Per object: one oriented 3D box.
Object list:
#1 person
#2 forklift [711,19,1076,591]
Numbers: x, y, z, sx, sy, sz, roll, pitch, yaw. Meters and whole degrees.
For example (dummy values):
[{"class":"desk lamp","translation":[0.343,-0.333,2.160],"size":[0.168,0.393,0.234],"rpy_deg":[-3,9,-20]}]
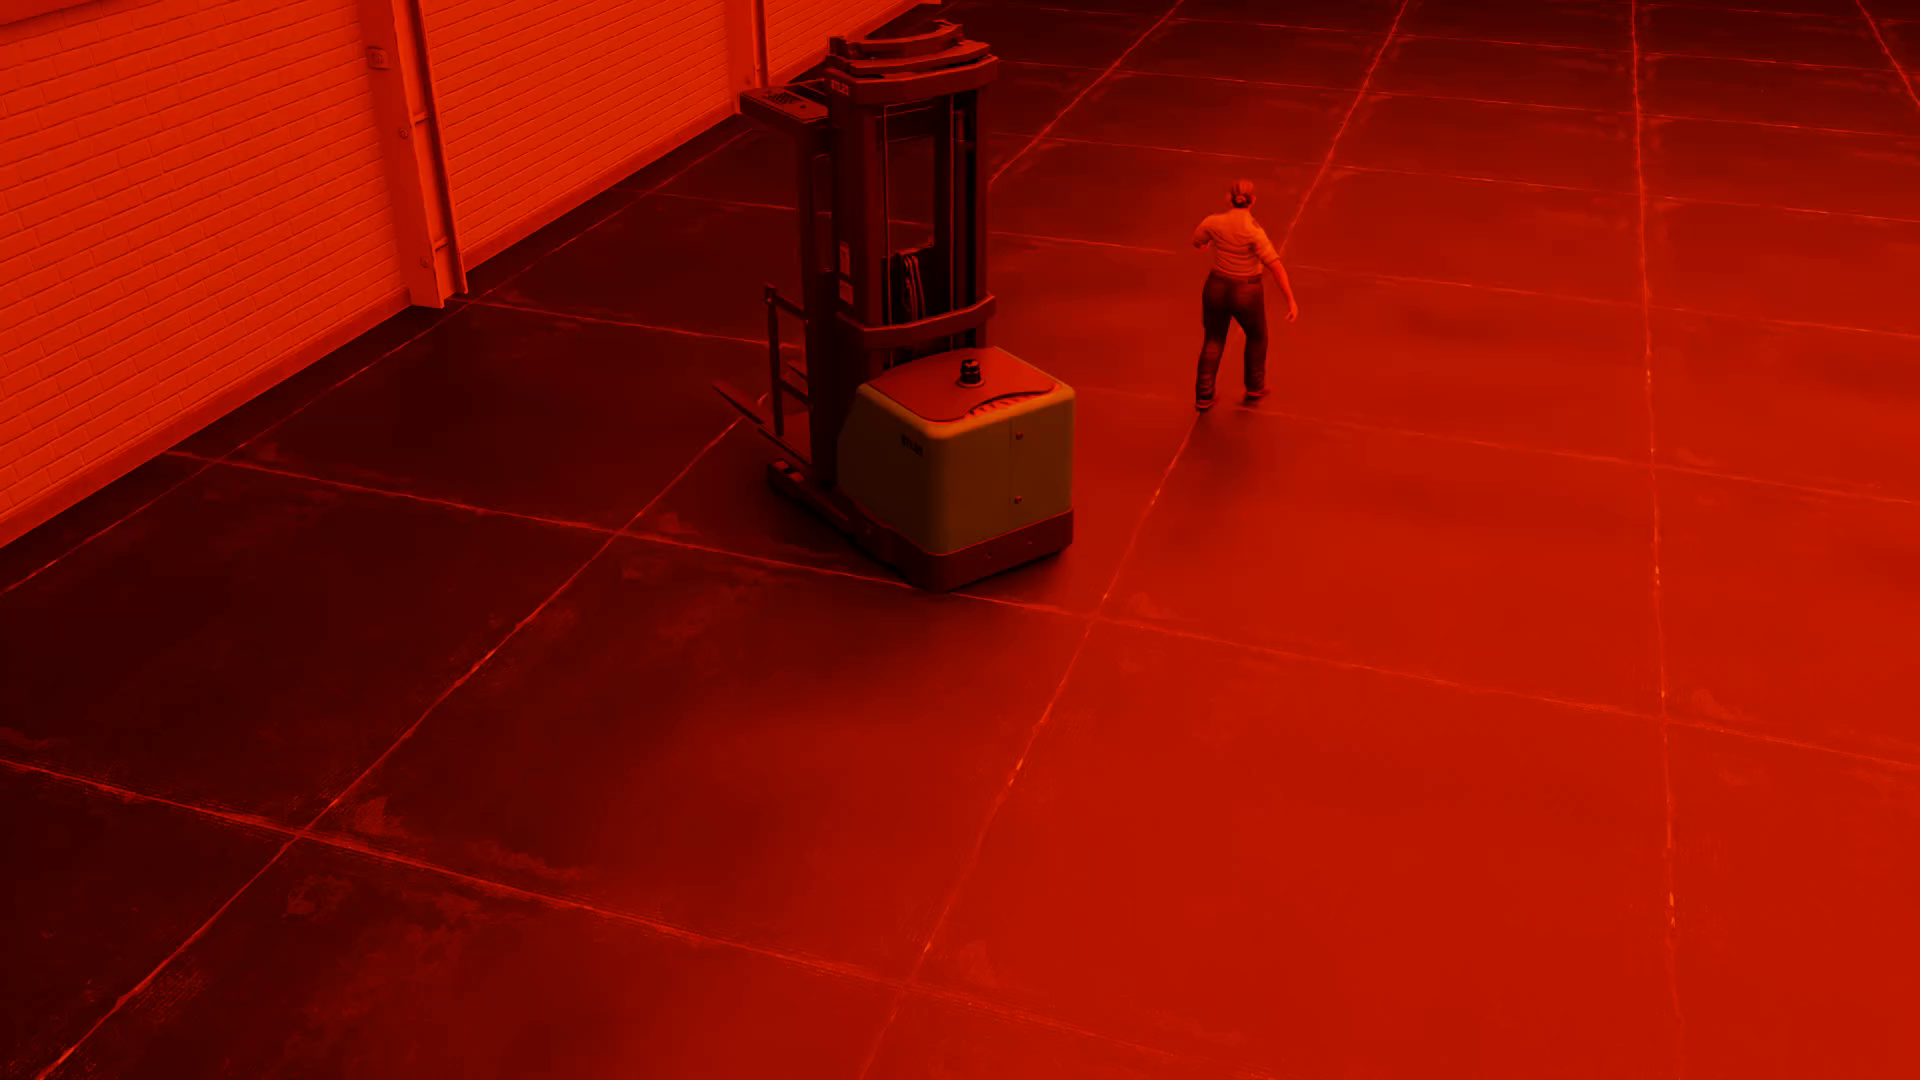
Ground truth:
[{"class":"person","translation":[1.957,-1.693,11.475],"size":[0.926,1.656,0.666],"rpy_deg":[19,35,30]},{"class":"forklift","translation":[-0.585,-1.659,10.047],"size":[1.130,2.935,3.031],"rpy_deg":[-19,35,-30]}]
